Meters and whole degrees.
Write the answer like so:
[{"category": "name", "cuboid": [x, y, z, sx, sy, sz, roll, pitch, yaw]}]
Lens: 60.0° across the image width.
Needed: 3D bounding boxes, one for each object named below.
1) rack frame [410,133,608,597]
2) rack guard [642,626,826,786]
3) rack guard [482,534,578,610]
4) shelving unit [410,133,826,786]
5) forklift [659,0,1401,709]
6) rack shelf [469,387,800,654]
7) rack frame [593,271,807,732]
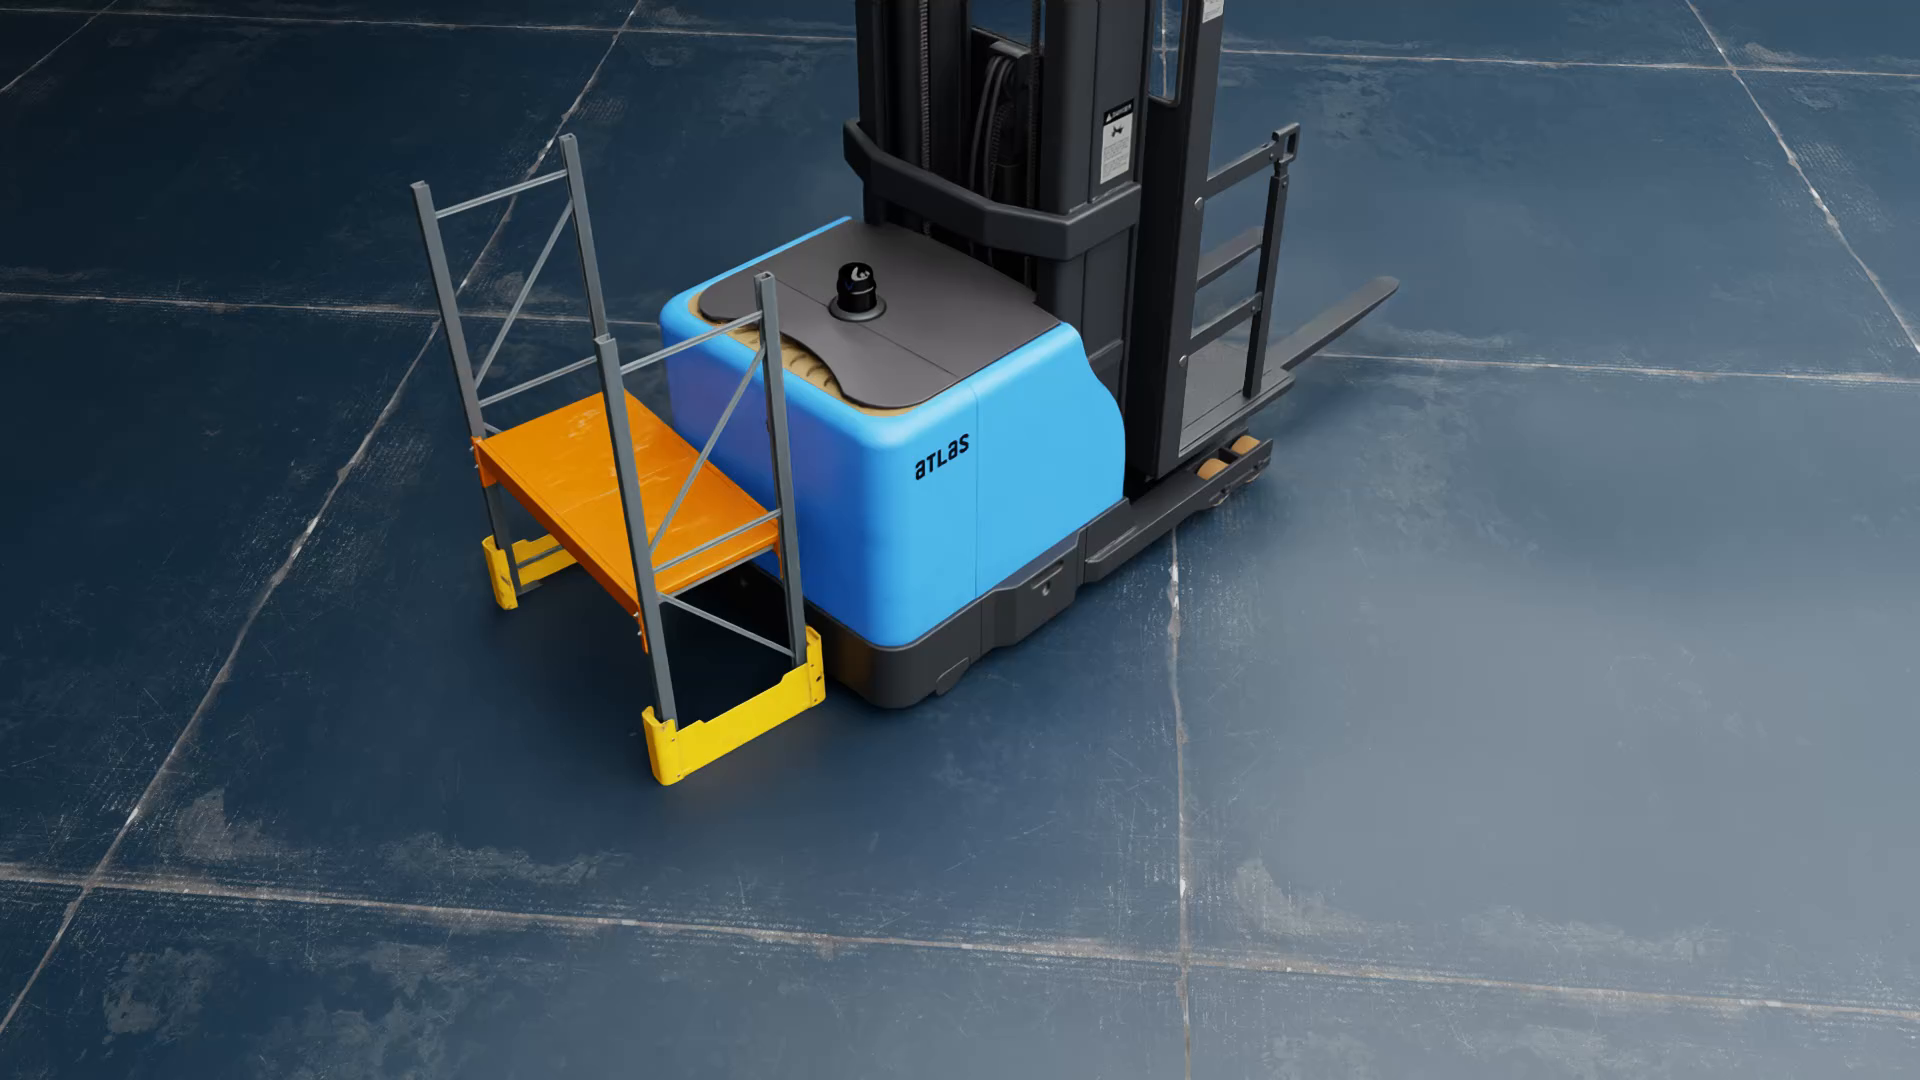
[{"category": "rack frame", "cuboid": [-1.306, -0.491, 5.161, 0.500, 1.500, 0.032, -28, 47, -29]}, {"category": "rack guard", "cuboid": [-0.662, 0.489, 4.947, 0.587, 0.250, 0.087, -28, 47, -29]}, {"category": "rack guard", "cuboid": [-1.290, 0.001, 5.547, 0.587, 0.250, 0.087, -28, 47, -29]}, {"category": "shelving unit", "cuboid": [-0.980, -0.237, 4.850, 0.587, 1.500, 1.083, -28, 47, -29]}, {"category": "forklift", "cuboid": [0.477, -1.461, 5.223, 1.130, 2.935, 3.031, 31, 49, 33]}, {"category": "rack shelf", "cuboid": [-0.985, -0.103, 4.969, 0.538, 0.185, 1.000, -28, 47, -29]}, {"category": "rack frame", "cuboid": [-0.665, 0.007, 4.549, 0.500, 1.500, 0.032, -28, 47, -29]}]
